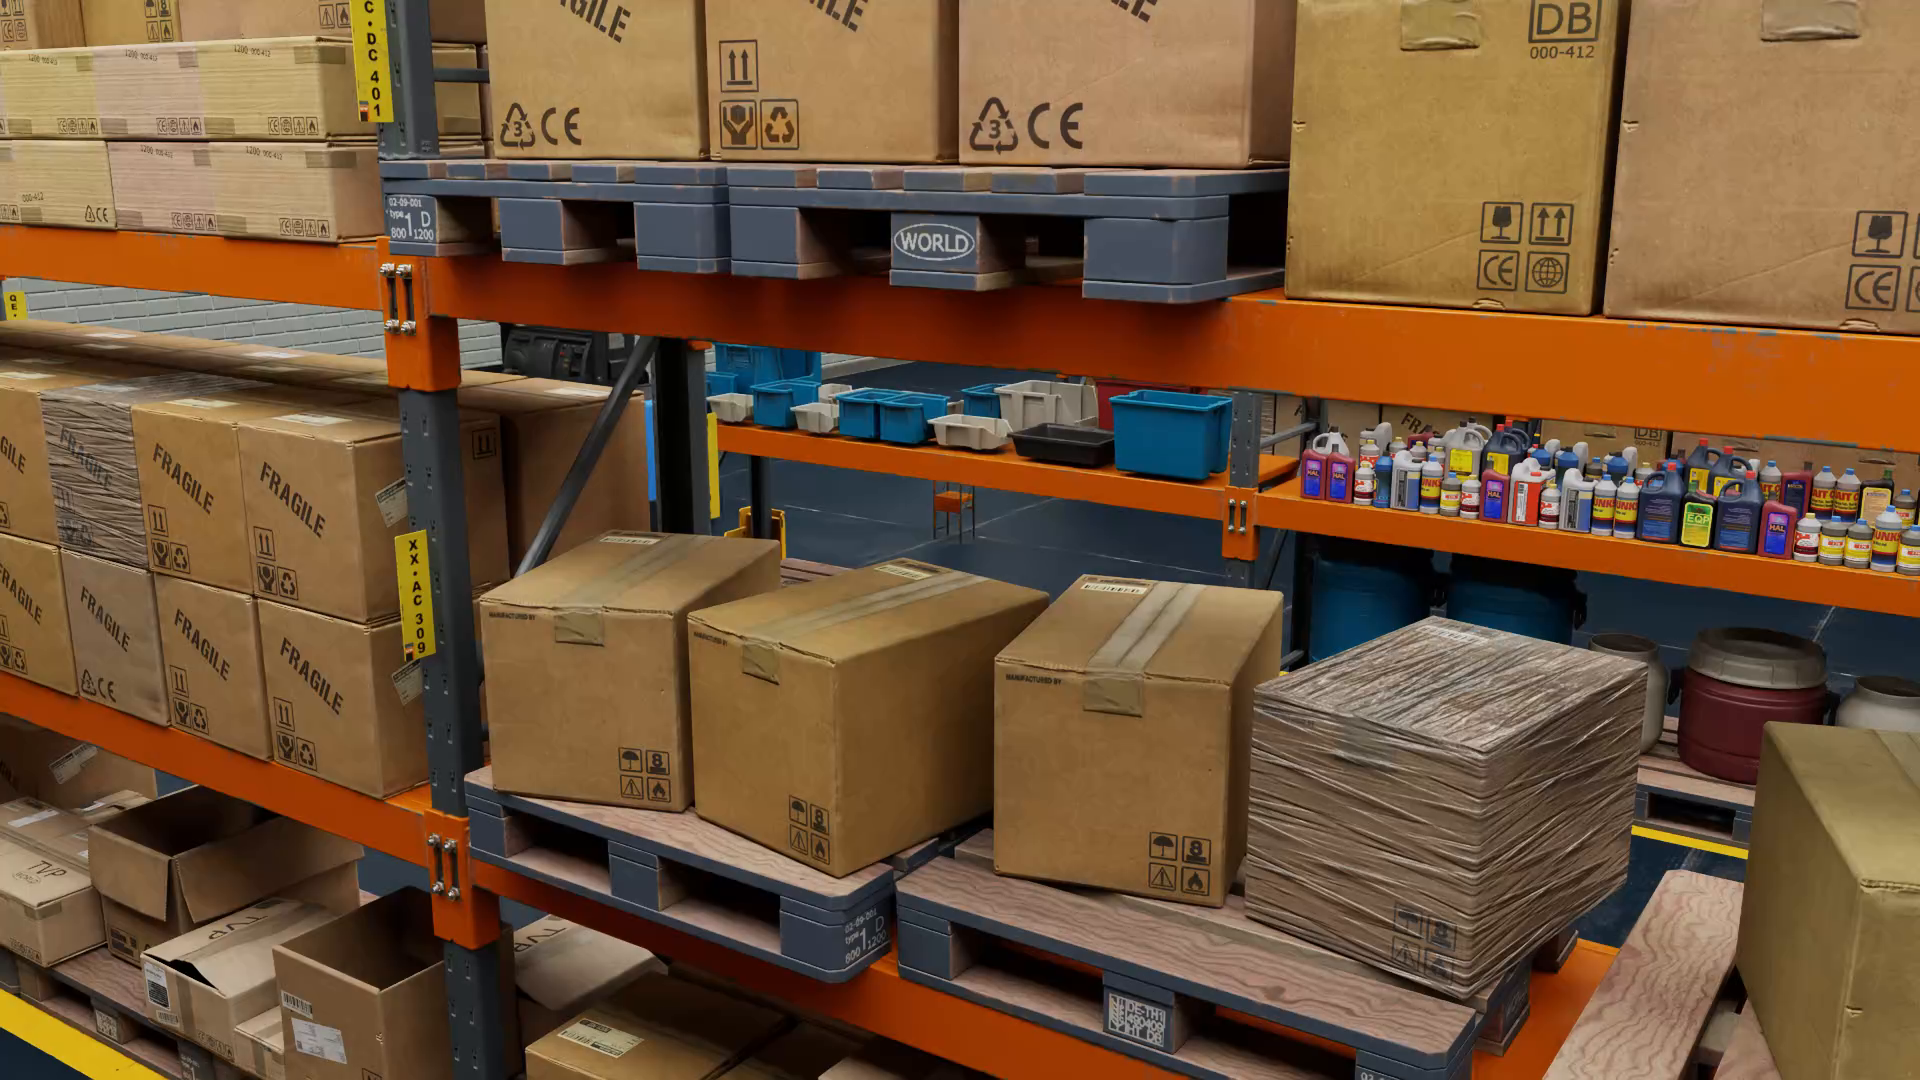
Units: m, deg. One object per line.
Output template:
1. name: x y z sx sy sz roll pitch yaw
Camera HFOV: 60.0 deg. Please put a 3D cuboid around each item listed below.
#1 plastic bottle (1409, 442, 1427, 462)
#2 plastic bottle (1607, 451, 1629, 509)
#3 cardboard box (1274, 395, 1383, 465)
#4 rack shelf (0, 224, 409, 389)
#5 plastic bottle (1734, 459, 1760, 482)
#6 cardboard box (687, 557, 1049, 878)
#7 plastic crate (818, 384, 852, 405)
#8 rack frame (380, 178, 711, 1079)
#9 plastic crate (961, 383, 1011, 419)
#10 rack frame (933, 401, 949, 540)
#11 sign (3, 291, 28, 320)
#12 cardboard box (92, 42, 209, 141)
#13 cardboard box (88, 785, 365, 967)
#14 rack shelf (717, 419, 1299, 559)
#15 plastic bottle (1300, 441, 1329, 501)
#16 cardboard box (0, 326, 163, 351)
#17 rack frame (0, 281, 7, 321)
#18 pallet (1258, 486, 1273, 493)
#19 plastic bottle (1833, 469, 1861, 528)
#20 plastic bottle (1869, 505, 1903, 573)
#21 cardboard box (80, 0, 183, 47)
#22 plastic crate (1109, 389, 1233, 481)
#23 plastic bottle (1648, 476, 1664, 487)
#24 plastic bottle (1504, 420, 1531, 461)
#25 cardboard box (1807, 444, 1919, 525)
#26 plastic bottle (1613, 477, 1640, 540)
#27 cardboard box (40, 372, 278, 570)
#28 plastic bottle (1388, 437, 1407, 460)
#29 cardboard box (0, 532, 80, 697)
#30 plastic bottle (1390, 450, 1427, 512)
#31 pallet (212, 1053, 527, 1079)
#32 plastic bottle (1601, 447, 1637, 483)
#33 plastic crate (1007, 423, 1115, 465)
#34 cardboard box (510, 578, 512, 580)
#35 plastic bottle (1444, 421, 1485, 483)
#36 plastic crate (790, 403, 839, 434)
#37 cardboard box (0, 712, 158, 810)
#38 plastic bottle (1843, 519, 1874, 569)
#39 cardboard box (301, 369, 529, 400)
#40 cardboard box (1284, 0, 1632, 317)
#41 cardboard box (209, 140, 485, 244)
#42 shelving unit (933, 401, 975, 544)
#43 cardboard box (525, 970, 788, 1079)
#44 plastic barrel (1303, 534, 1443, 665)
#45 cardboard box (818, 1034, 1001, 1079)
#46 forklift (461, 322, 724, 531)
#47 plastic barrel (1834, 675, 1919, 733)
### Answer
1. plastic bottle: 2.385 -0.410 8.651 0.097 0.201 0.097 0 14 0
2. plastic bottle: 3.168 -0.291 8.024 0.097 0.271 0.097 0 14 0
3. cardboard box: 3.203 -0.920 13.846 0.875 0.875 0.875 9 17 33
4. rack shelf: -2.738 -0.923 5.564 4.000 0.370 1.077 9 17 33
5. plastic bottle: 3.679 -0.247 7.836 0.135 0.276 0.152 9 17 33
6. cardboard box: -0.204 0.387 3.934 0.500 0.500 0.700 13 19 42
7. plastic crate: -0.853 -0.899 10.638 0.243 0.136 0.396 9 17 33
8. rack frame: -1.079 0.452 4.755 0.127 3.000 1.000 9 17 33
9. plastic crate: 0.217 -0.795 10.016 0.300 0.233 0.416 9 17 33
10. rack frame: -0.146 -0.533 12.792 0.008 1.050 0.200 9 17 33
11. sign: -4.071 -0.908 7.181 0.005 0.325 0.100 9 17 33
12. cardboard box: -2.047 -1.253 4.670 0.500 0.250 0.500 9 17 33
13. cardboard box: -2.641 1.199 6.015 0.637 0.503 0.797 9 17 33
14. rack shelf: 0.029 -0.454 9.912 4.000 0.370 1.077 9 17 33
15. plastic bottle: 1.755 -0.344 8.214 0.133 0.283 0.061 9 17 33
16. cardboard box: -3.455 -0.546 6.497 0.500 0.500 0.500 10 17 34
17. rack frame: -4.398 -0.084 6.922 0.127 3.000 1.000 9 17 33
18. pallet: 2.849 -0.450 14.202 1.213 0.211 1.003 9 17 33
19. plastic bottle: 4.062 -0.191 7.618 0.097 0.271 0.097 0 14 0
20. plastic bottle: 3.834 -0.008 6.879 0.097 0.271 0.097 0 14 0
21. cardboard box: -2.258 -1.757 5.146 0.500 0.500 0.700 9 17 33
22. plastic crate: 1.111 -0.551 8.715 0.575 0.384 0.392 9 17 33
23. plastic bottle: 3.144 -0.161 7.499 0.097 0.271 0.097 0 14 0
24. plastic bottle: 2.788 -0.428 8.414 0.185 0.351 0.144 9 17 33
25. cardboard box: 6.476 -0.376 11.649 0.875 0.875 1.225 9 17 33
26. plastic bottle: 2.983 -0.145 7.435 0.097 0.271 0.097 0 14 0
27. cardboard box: -2.487 -0.234 5.236 0.500 0.500 0.500 9 17 33
28. plastic bottle: 2.308 -0.440 8.772 0.097 0.201 0.097 0 14 0
29. cardboard box: -2.917 0.183 5.635 0.500 0.500 0.500 9 17 34
30. plastic bottle: 2.164 -0.288 8.001 0.135 0.276 0.152 9 17 33
31. pallet: -1.648 1.713 5.462 1.213 0.211 1.003 9 17 33
32. plastic bottle: 3.222 -0.321 8.134 0.135 0.276 0.152 9 17 33
33. plastic crate: 0.610 -0.527 9.158 0.590 0.125 0.437 9 17 33
34. cardboard box: -1.350 0.281 5.238 0.500 0.500 0.500 10 17 34
35. plastic bottle: 2.554 -0.424 8.398 0.185 0.351 0.144 9 17 33
36. plastic crate: -0.826 -0.723 9.927 0.298 0.136 0.250 9 17 33
37. cardboard box: -3.809 0.939 7.073 0.500 0.500 0.500 9 17 33
38. plastic bottle: 3.753 0.013 6.941 0.097 0.201 0.097 0 14 0
39. cardboard box: -1.741 -0.270 5.383 0.500 0.500 0.500 9 16 31
40. cardboard box: 1.005 -0.706 2.982 0.500 0.500 0.910 9 17 33
41. cardboard box: -1.631 -0.943 4.461 0.500 0.250 0.500 9 17 33
42. shelving unit: -0.044 -0.517 12.726 0.252 1.050 0.215 9 17 33
43. cardboard box: -0.813 1.565 4.544 0.500 0.500 0.500 8 16 30
44. plastic barrel: 2.131 0.356 8.635 0.708 0.901 0.600 9 17 33
45. cardboard box: 0.016 1.335 3.912 0.500 0.250 0.500 9 17 33
46. forklift: -3.201 -1.365 12.239 1.130 2.935 3.031 10 17 36
47. plastic barrel: 4.074 0.885 7.309 0.421 0.512 0.421 0 14 0
